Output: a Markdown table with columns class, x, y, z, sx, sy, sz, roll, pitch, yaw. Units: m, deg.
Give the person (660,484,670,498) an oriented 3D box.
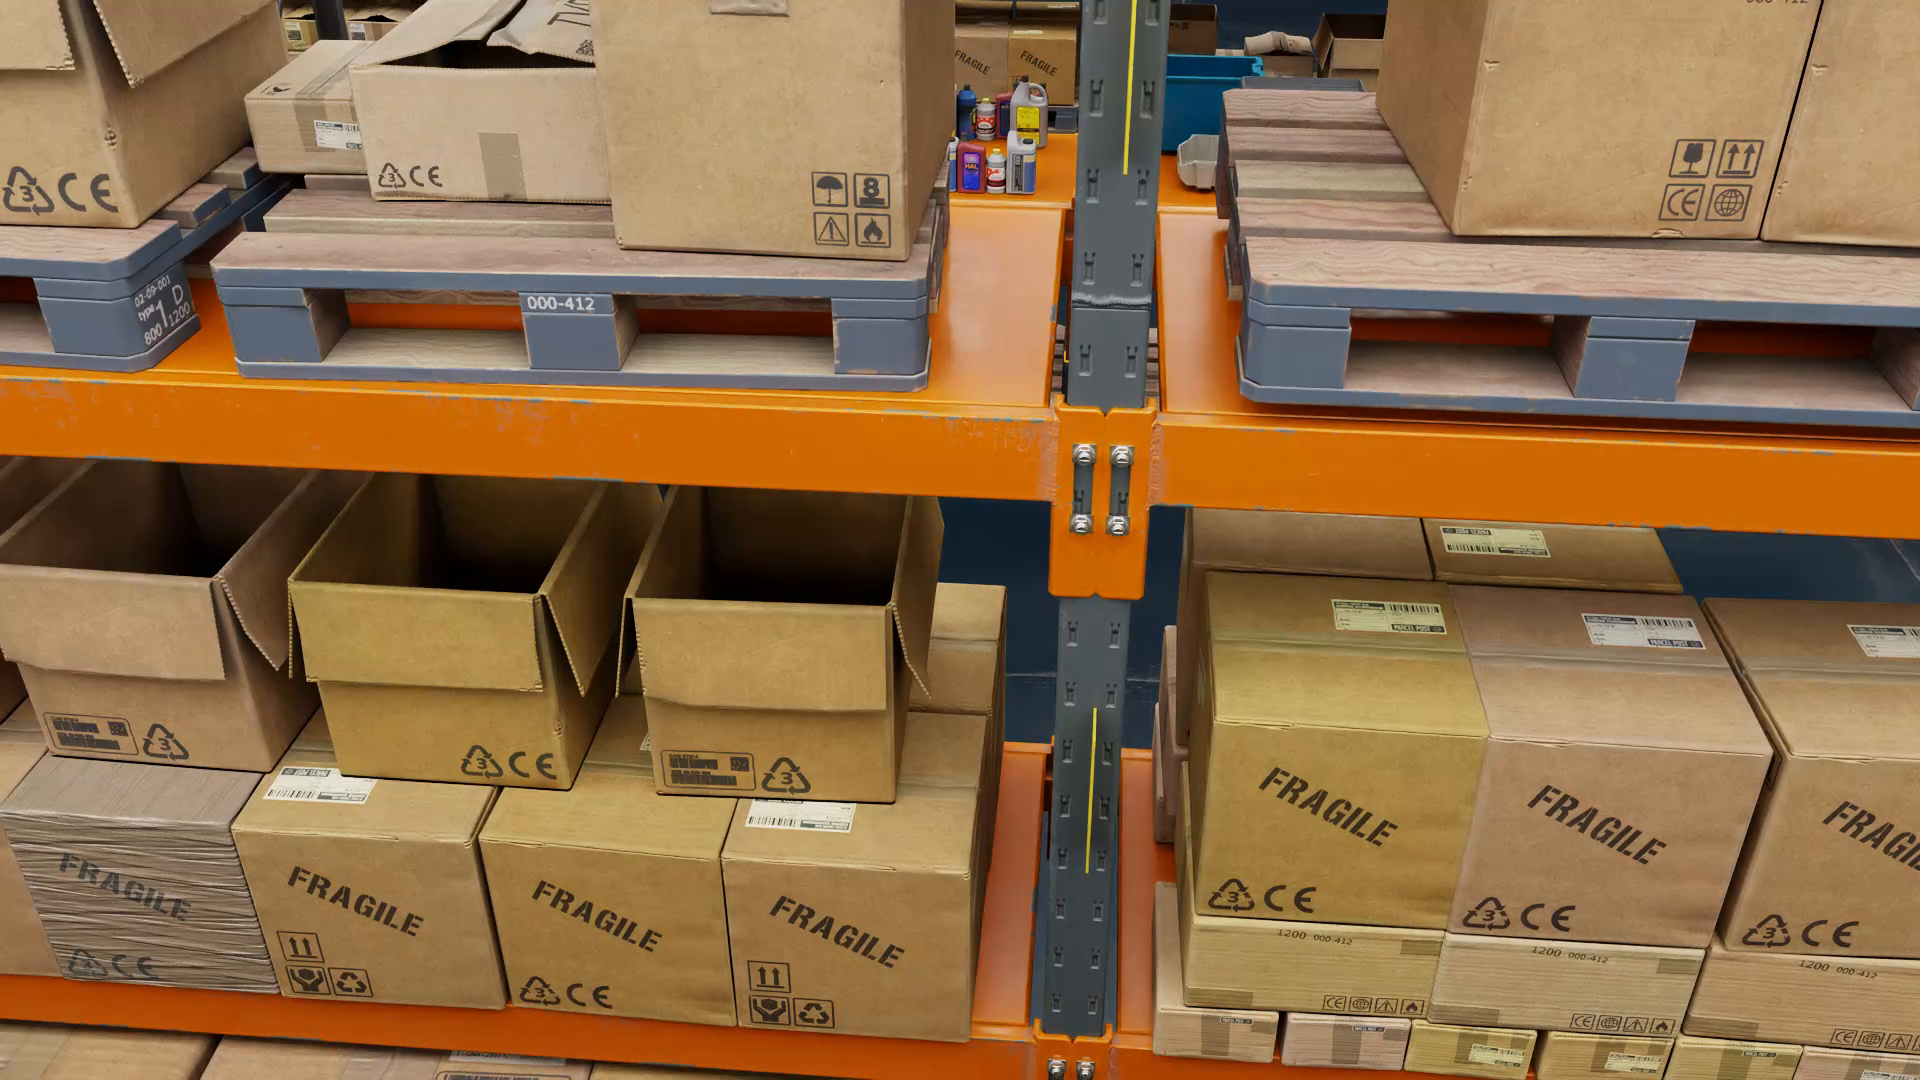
| class | x | y | z | sx | sy | sz | roll | pitch | yaw |
| --- | --- | --- | --- | --- | --- | --- | --- | --- | --- |
| person | -1.069 | -0.428 | 6.823 | 0.512 | 1.653 | 0.347 | 1 | 32 | 2 |
